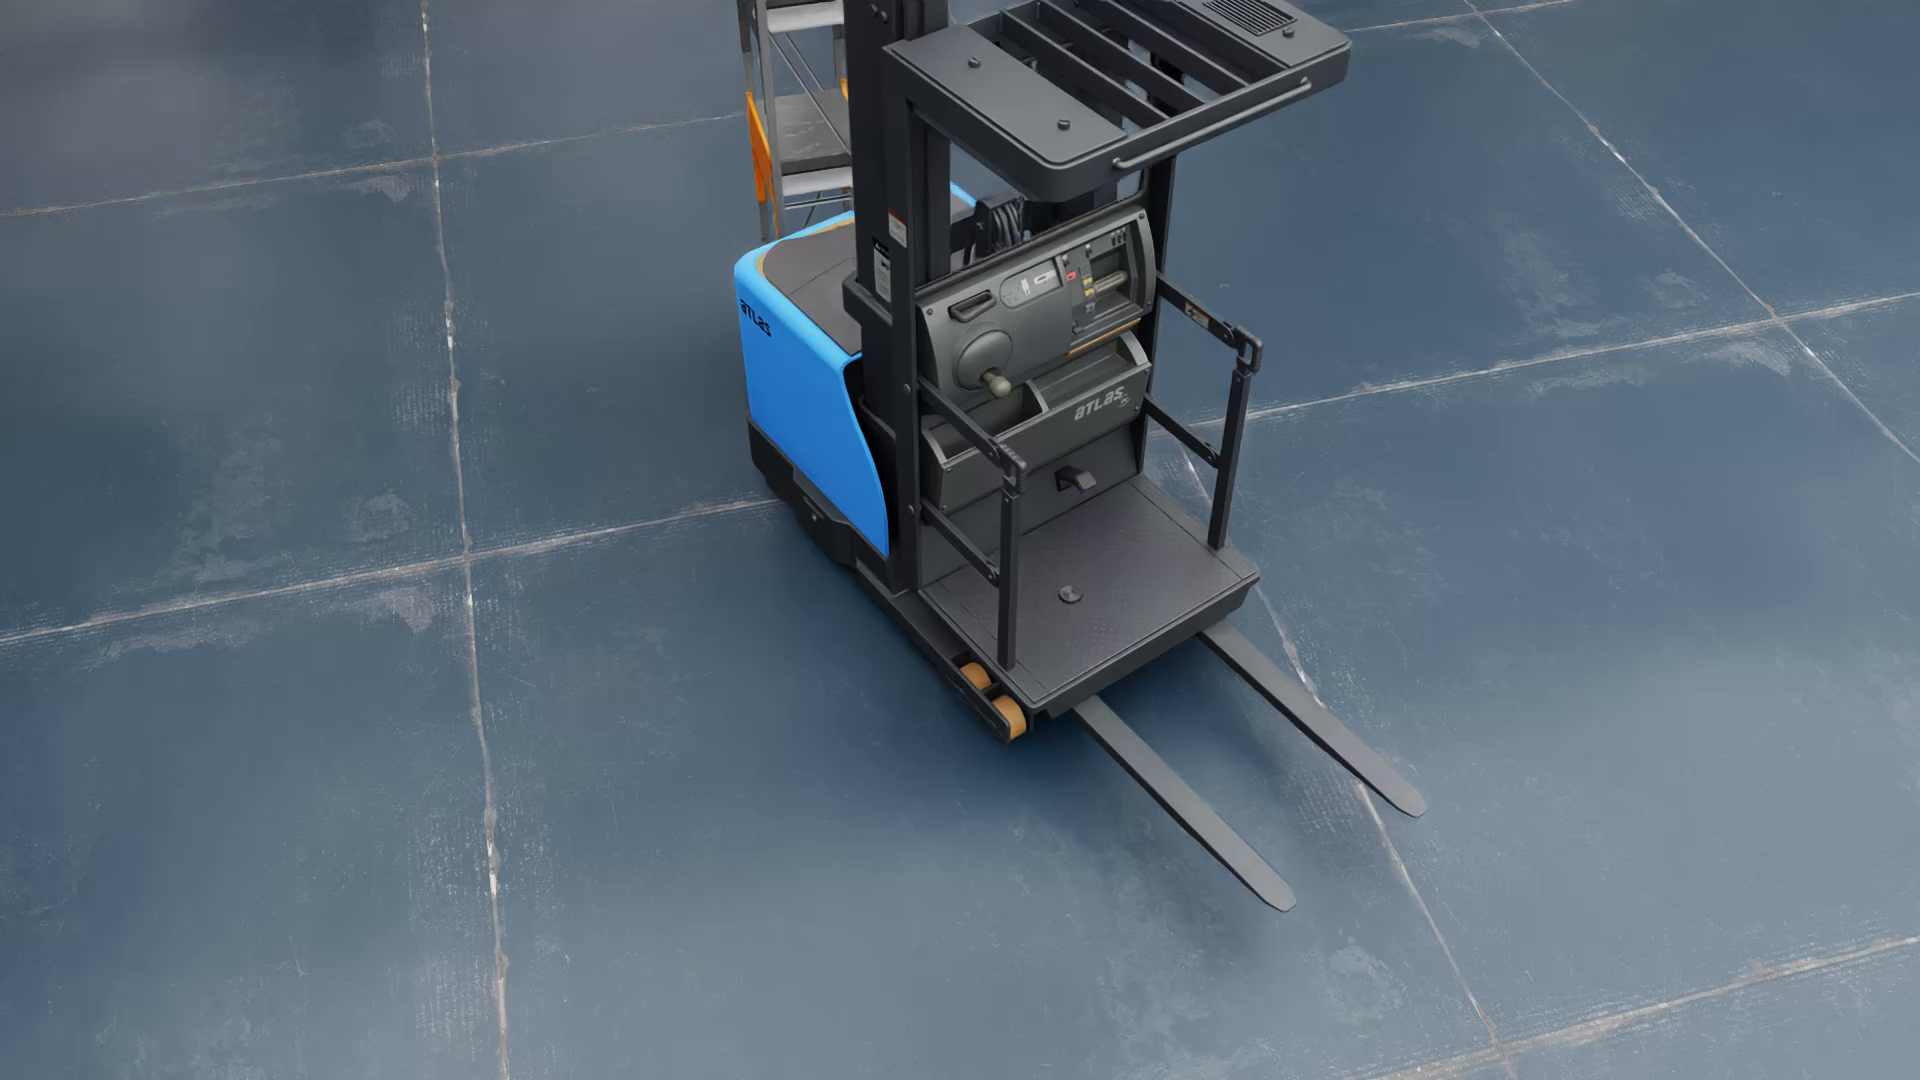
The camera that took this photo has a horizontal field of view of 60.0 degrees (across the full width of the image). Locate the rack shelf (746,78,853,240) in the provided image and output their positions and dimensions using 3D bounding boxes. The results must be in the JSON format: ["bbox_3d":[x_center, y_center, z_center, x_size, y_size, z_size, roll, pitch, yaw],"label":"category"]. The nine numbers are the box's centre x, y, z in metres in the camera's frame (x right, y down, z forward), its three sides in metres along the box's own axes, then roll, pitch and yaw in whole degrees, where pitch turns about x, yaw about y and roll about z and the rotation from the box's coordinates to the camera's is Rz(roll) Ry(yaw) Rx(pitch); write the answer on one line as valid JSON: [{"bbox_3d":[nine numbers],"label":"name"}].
[{"bbox_3d":[-0.600,-1.499,6.768,0.431,0.518,0.480,-11,47,-11],"label":"rack shelf"}]

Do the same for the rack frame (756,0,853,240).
[{"bbox_3d":[-0.534,-1.341,6.594,0.400,2.100,0.015,-11,47,-11],"label":"rack frame"}]

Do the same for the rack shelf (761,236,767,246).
[{"bbox_3d":[-0.599,-1.010,7.268,0.431,0.518,0.480,-11,47,-11],"label":"rack shelf"}]

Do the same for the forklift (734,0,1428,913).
[{"bbox_3d":[0.401,-0.699,5.383,1.130,2.935,3.031,-28,52,-25],"label":"forklift"}]

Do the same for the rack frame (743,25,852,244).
[{"bbox_3d":[-0.666,-1.677,6.923,0.400,2.100,0.015,-11,47,-11],"label":"rack frame"}]

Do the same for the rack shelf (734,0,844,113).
[{"bbox_3d":[-0.601,-1.989,6.268,0.431,0.518,0.480,-11,47,-11],"label":"rack shelf"}]

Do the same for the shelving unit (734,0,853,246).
[{"bbox_3d":[-0.600,-1.509,6.758,0.431,2.100,0.503,-11,47,-11],"label":"shelving unit"}]
